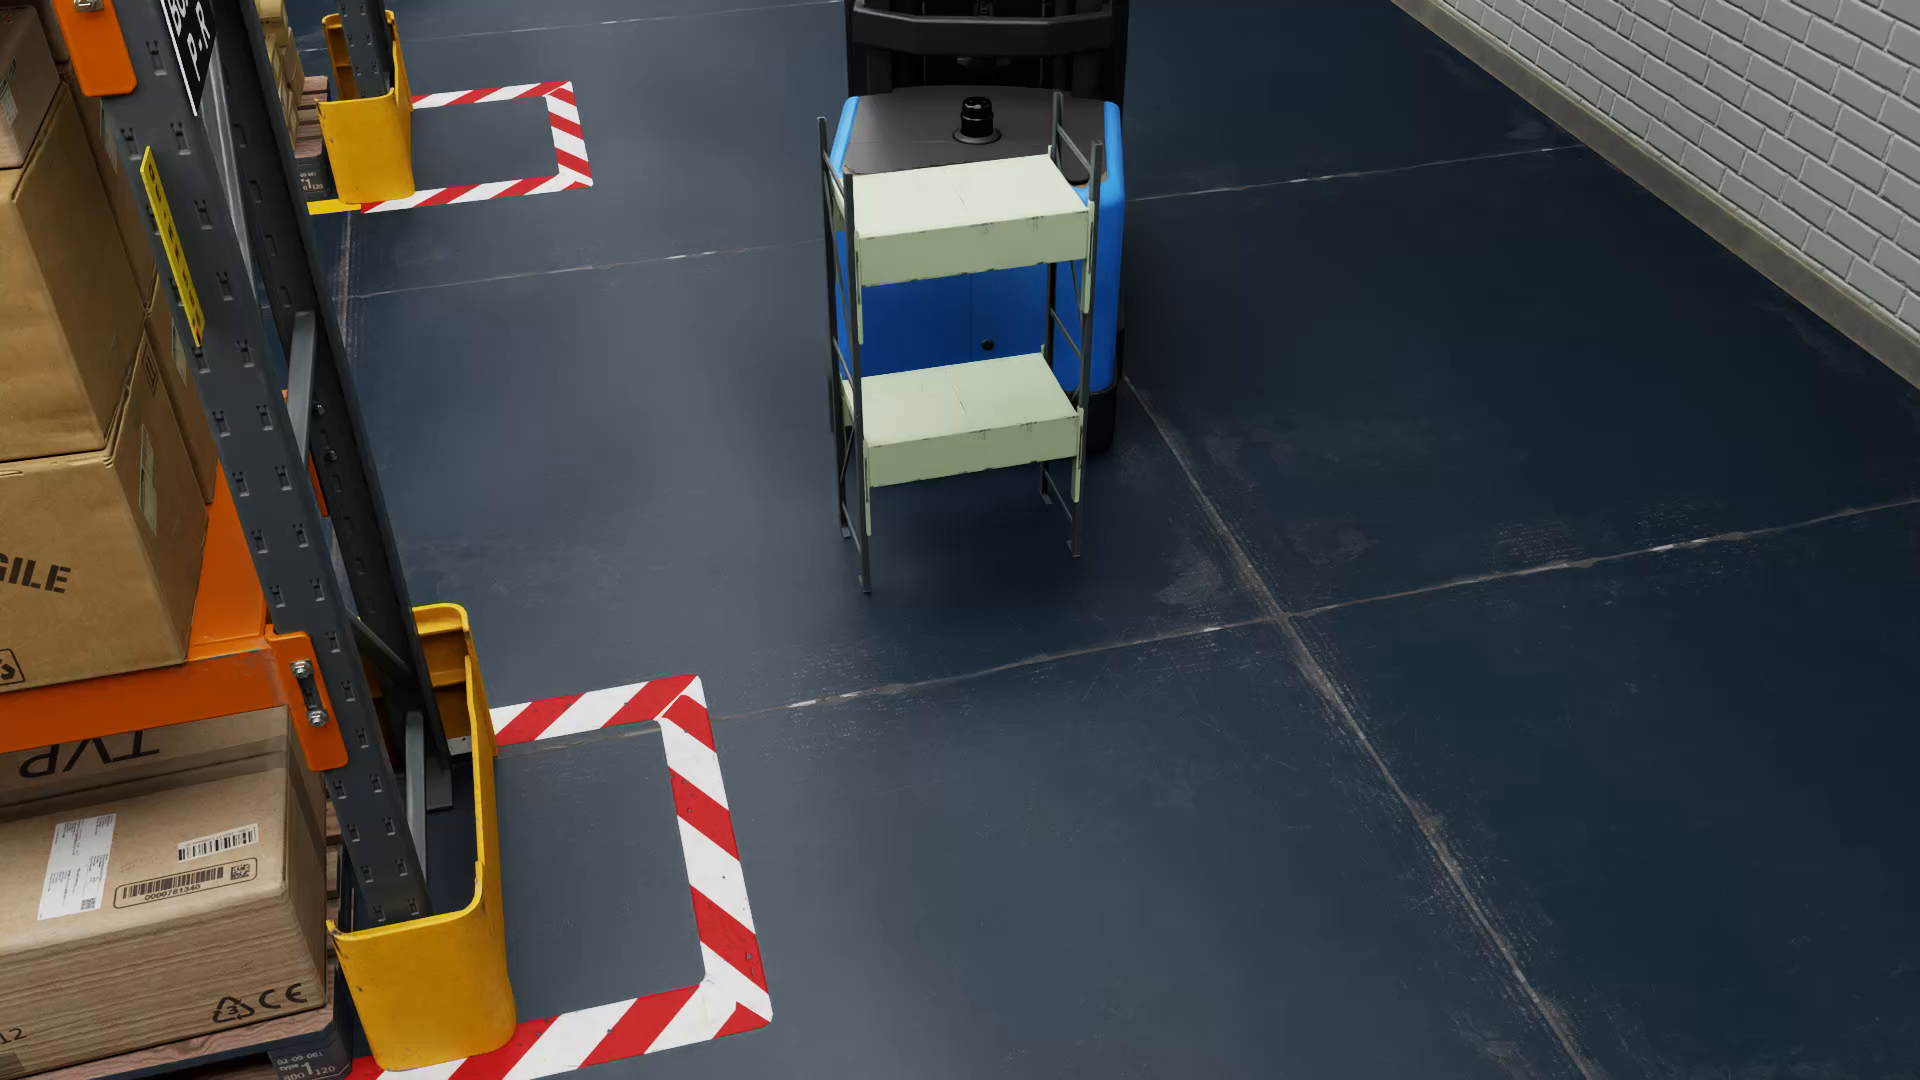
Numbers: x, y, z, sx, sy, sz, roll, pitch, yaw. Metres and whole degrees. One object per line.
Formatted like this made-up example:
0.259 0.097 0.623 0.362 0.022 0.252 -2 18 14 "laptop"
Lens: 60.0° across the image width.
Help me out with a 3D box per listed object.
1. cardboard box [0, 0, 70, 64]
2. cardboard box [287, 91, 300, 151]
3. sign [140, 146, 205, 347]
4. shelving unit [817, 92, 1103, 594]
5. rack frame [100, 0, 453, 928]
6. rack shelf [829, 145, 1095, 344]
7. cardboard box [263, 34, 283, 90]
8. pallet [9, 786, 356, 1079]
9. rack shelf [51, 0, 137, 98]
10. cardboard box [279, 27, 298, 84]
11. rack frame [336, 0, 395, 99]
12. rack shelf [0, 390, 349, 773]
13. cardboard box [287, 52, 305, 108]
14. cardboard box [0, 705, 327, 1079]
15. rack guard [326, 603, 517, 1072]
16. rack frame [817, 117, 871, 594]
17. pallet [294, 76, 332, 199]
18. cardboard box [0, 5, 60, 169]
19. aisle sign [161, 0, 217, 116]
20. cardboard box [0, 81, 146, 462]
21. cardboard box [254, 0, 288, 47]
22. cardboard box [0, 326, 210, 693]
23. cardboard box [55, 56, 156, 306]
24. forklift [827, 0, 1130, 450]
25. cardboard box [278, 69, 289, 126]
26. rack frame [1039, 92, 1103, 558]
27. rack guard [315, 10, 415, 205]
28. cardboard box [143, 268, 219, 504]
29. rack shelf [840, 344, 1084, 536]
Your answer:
-1.850 -1.052 3.217 0.250 0.149 0.380 -9 38 -11 "cardboard box"
-3.277 -1.968 7.854 0.250 0.149 0.380 -9 38 -11 "cardboard box"
-1.307 -0.485 2.767 0.005 0.325 0.100 -9 38 -12 "sign"
-0.006 -0.595 5.293 0.755 1.500 0.431 -9 38 -12 "shelving unit"
-1.435 -0.251 3.610 0.127 3.000 1.000 -9 38 -12 "rack frame"
-0.006 -0.905 5.056 0.720 0.370 0.431 -9 38 -12 "rack shelf"
-3.269 -2.177 7.638 0.250 0.149 0.380 -9 38 -11 "cardboard box"
-2.187 1.029 4.231 1.213 0.211 1.003 -9 38 -12 "pallet"
-3.366 -0.840 2.503 4.000 0.370 1.077 -9 38 -12 "rack shelf"
-3.396 -2.359 8.121 0.250 0.149 0.380 -8 38 -10 "cardboard box"
-2.824 -3.139 7.384 0.127 3.000 1.000 -9 38 -12 "rack frame"
-3.366 0.351 3.414 4.000 0.370 1.077 -9 38 -12 "rack shelf"
-3.413 -2.278 8.260 0.250 0.149 0.380 -9 38 -11 "cardboard box"
-2.047 0.763 4.047 0.875 0.438 0.875 -11 39 -13 "cardboard box"
-1.412 0.738 4.374 0.348 0.500 1.175 -9 38 -12 "rack guard"
-0.360 -0.537 5.217 0.023 1.500 0.400 -9 38 -12 "rack frame"
-3.691 -1.911 8.075 1.213 0.211 1.003 -9 38 -12 "pallet"
-1.730 -0.771 2.851 0.250 0.149 0.380 -9 38 -11 "cardboard box"
-1.285 -1.113 2.597 0.004 0.787 0.394 -9 38 -12 "aisle sign"
-1.839 -0.472 2.993 0.500 0.500 0.500 -8 38 -10 "cardboard box"
-3.418 -2.526 8.094 0.250 0.149 0.380 -11 39 -14 "cardboard box"
-1.832 -0.059 3.276 0.500 0.500 0.500 -9 38 -12 "cardboard box"
-1.973 -0.779 3.395 0.500 0.500 0.500 -10 39 -13 "cardboard box"
0.116 -2.366 6.431 1.130 2.935 3.031 2 37 2 "forklift"
-3.259 -2.040 7.704 0.250 0.149 0.380 -10 39 -13 "cardboard box"
0.347 -0.653 5.369 0.023 1.500 0.400 -9 38 -12 "rack frame"
-2.897 -2.134 8.128 0.348 0.500 1.175 -9 38 -12 "rack guard"
-1.974 -0.383 3.700 0.500 0.500 0.500 -10 38 -12 "cardboard box"
-0.006 -0.336 5.491 0.720 0.370 0.431 -9 38 -12 "rack shelf"
